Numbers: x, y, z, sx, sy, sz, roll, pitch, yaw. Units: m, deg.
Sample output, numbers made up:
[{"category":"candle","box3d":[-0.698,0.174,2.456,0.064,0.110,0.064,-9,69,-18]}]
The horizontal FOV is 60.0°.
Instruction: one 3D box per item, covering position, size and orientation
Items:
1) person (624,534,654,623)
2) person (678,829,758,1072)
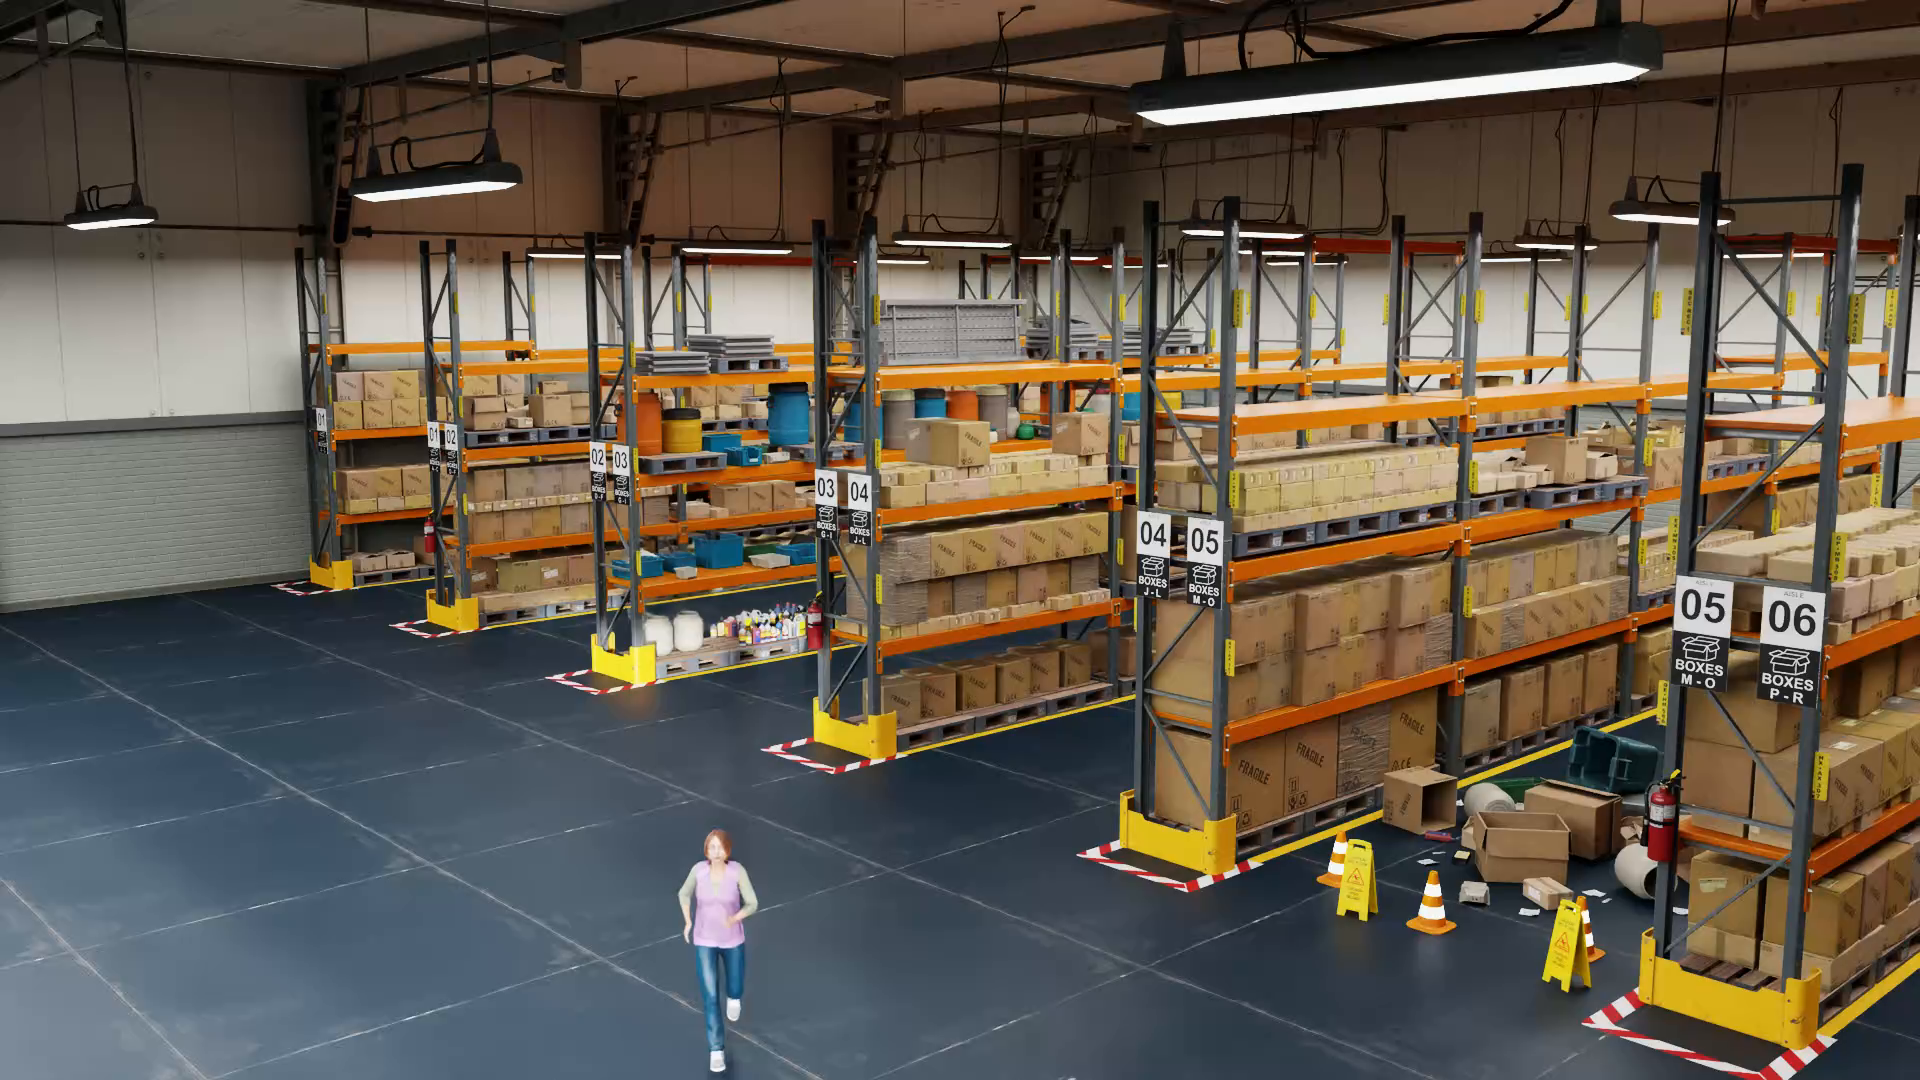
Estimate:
[{"category":"person","box3d":[-4.764,0.743,24.663,0.722,1.764,0.632,-7,11,-41]},{"category":"person","box3d":[-1.652,2.736,11.372,0.548,1.568,0.805,-1,8,-6]}]
